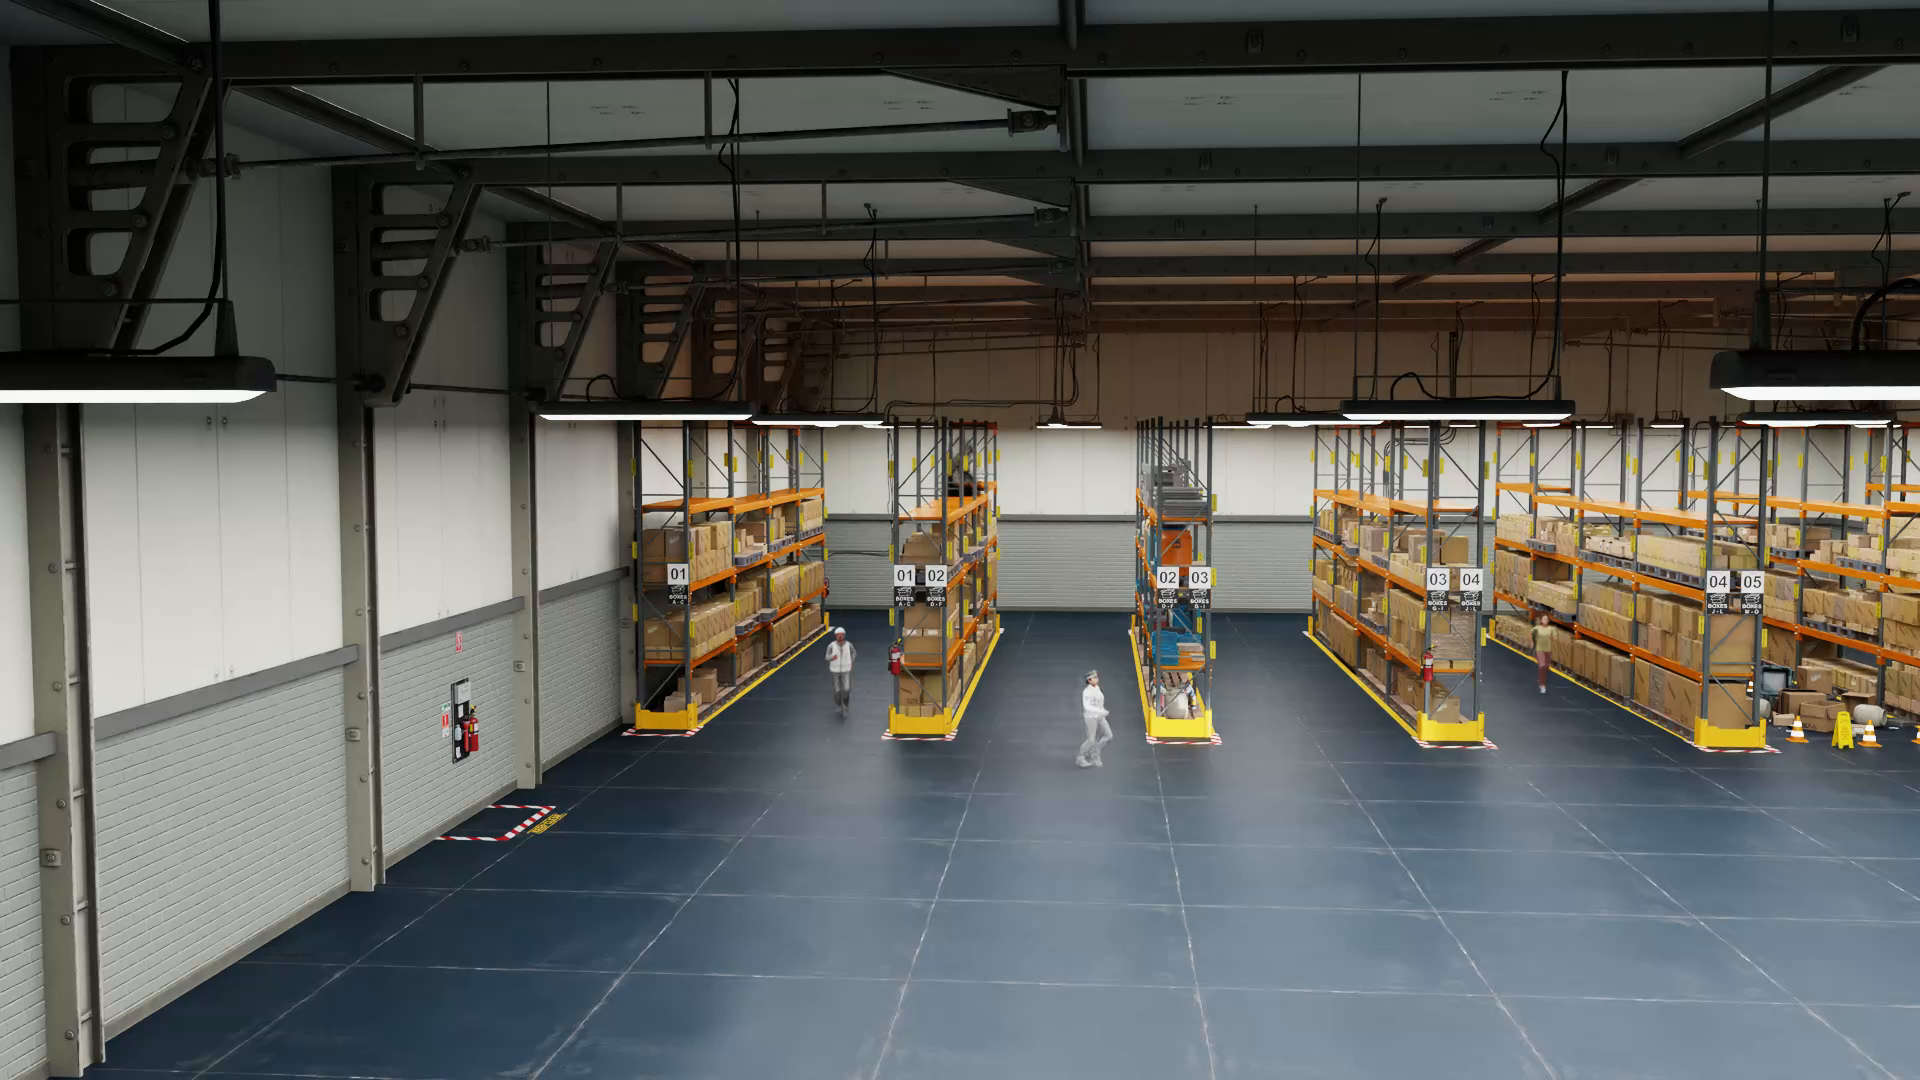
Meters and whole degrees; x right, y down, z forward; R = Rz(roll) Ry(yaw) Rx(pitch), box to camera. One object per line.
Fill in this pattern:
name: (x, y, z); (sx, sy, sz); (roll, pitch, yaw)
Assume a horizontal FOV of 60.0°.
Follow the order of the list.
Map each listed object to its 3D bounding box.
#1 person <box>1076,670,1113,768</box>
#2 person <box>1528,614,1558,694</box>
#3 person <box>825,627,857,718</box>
person: (2.287, 3.040, 28.307); (0.644, 1.685, 0.619); (3, 5, 36)
person: (12.874, 2.481, 36.672); (0.552, 1.715, 0.830); (0, 4, 1)
person: (-2.390, 2.660, 33.422); (0.637, 1.814, 0.711); (0, 4, -5)
